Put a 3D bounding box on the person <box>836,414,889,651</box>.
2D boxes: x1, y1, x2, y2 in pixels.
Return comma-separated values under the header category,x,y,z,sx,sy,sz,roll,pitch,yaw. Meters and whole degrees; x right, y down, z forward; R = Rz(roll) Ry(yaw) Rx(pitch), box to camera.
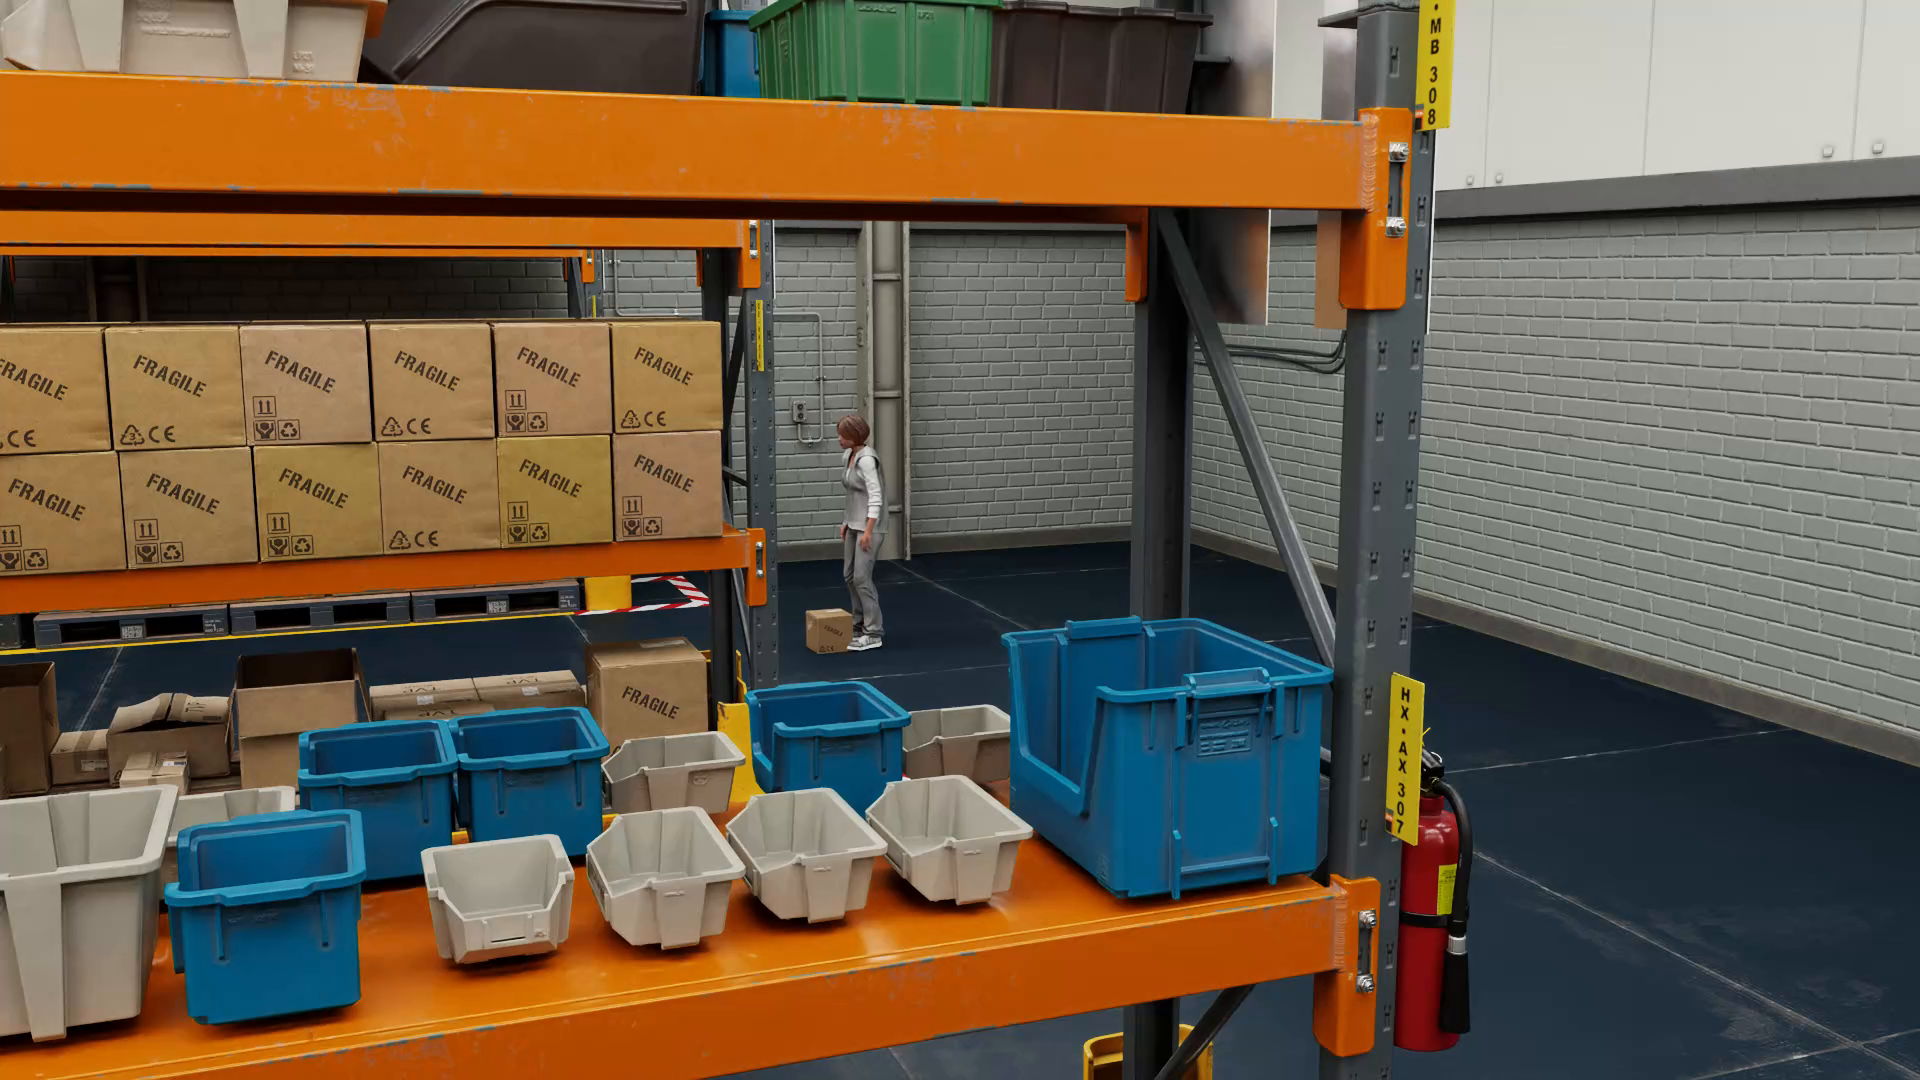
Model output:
category,x,y,z,sx,sy,sz,roll,pitch,yaw
person,-0.669,-0.059,11.270,0.341,1.594,0.482,-4,10,-23
